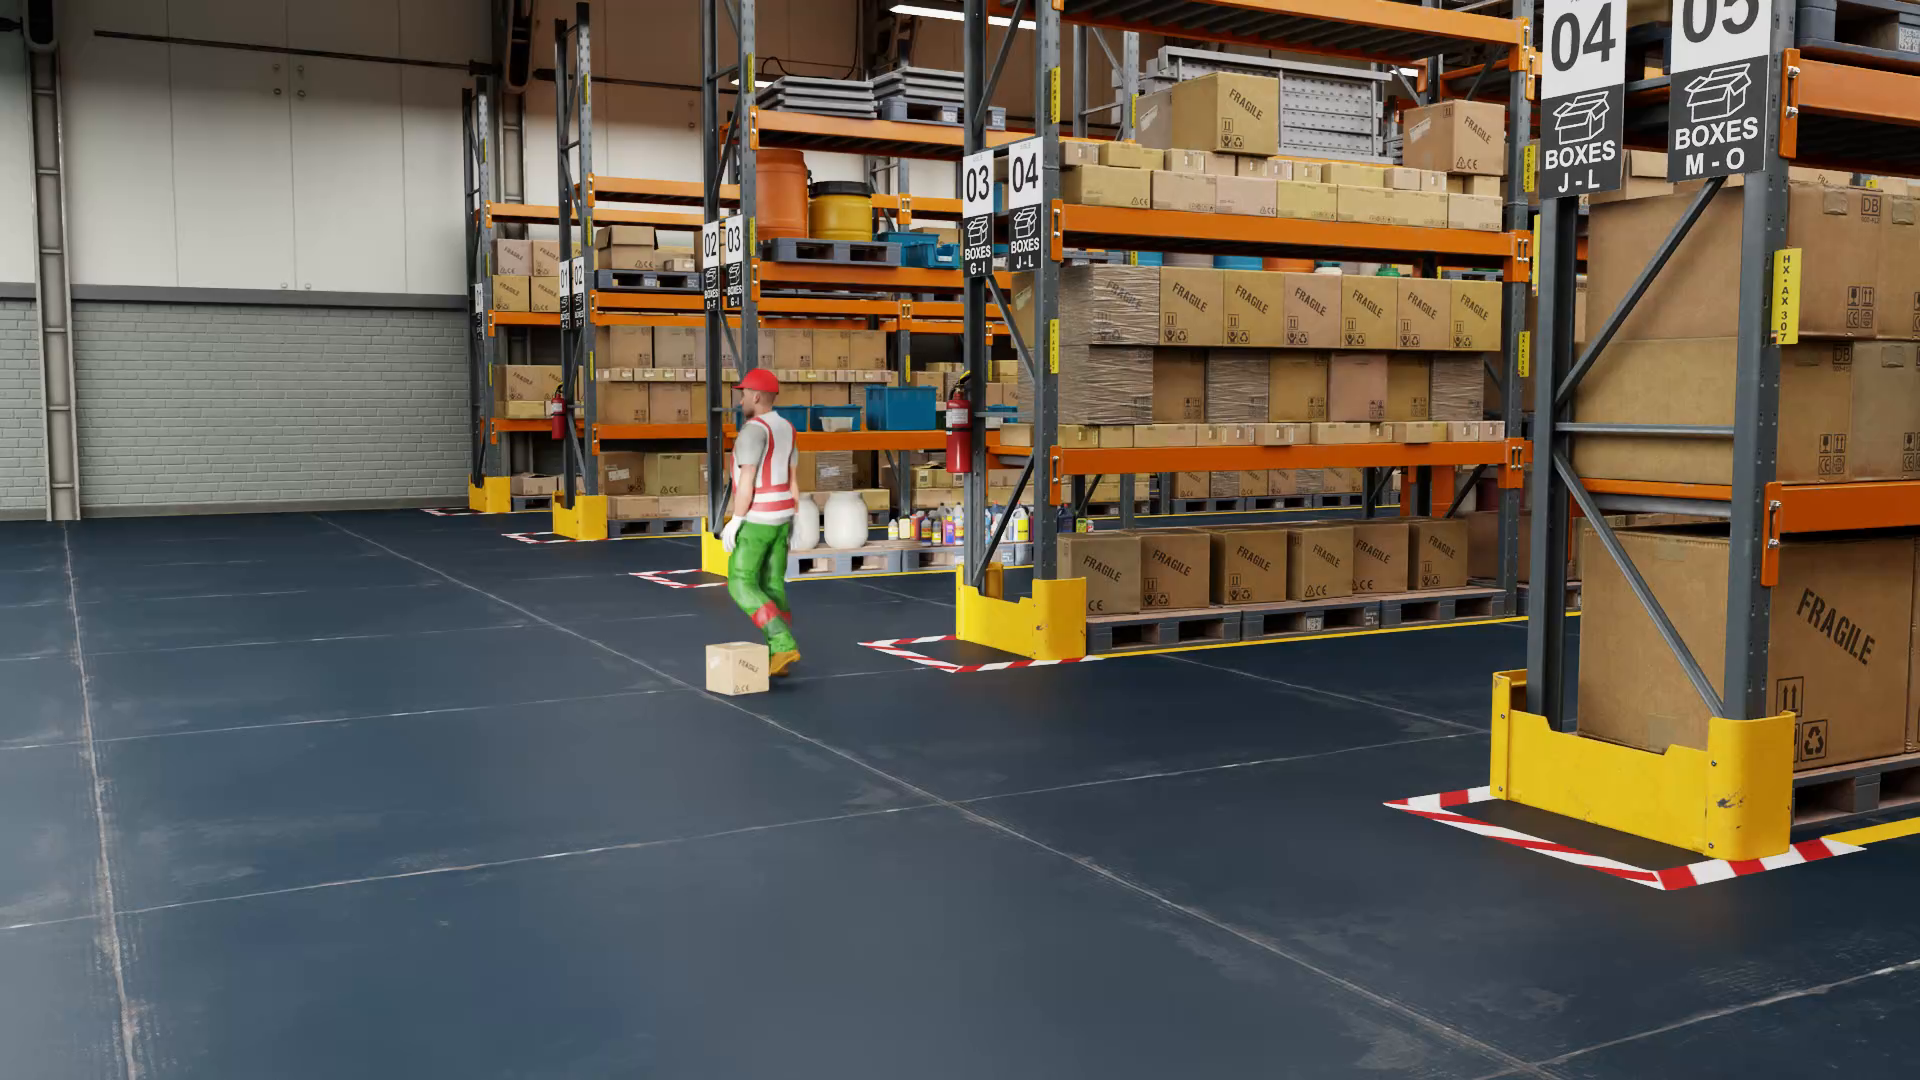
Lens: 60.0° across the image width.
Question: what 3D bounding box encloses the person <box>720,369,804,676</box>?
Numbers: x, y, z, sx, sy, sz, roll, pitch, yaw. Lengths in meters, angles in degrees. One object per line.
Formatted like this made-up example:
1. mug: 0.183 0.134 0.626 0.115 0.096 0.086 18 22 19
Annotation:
1. person: -1.098 -0.094 9.563 0.542 1.779 0.725 2 5 20
